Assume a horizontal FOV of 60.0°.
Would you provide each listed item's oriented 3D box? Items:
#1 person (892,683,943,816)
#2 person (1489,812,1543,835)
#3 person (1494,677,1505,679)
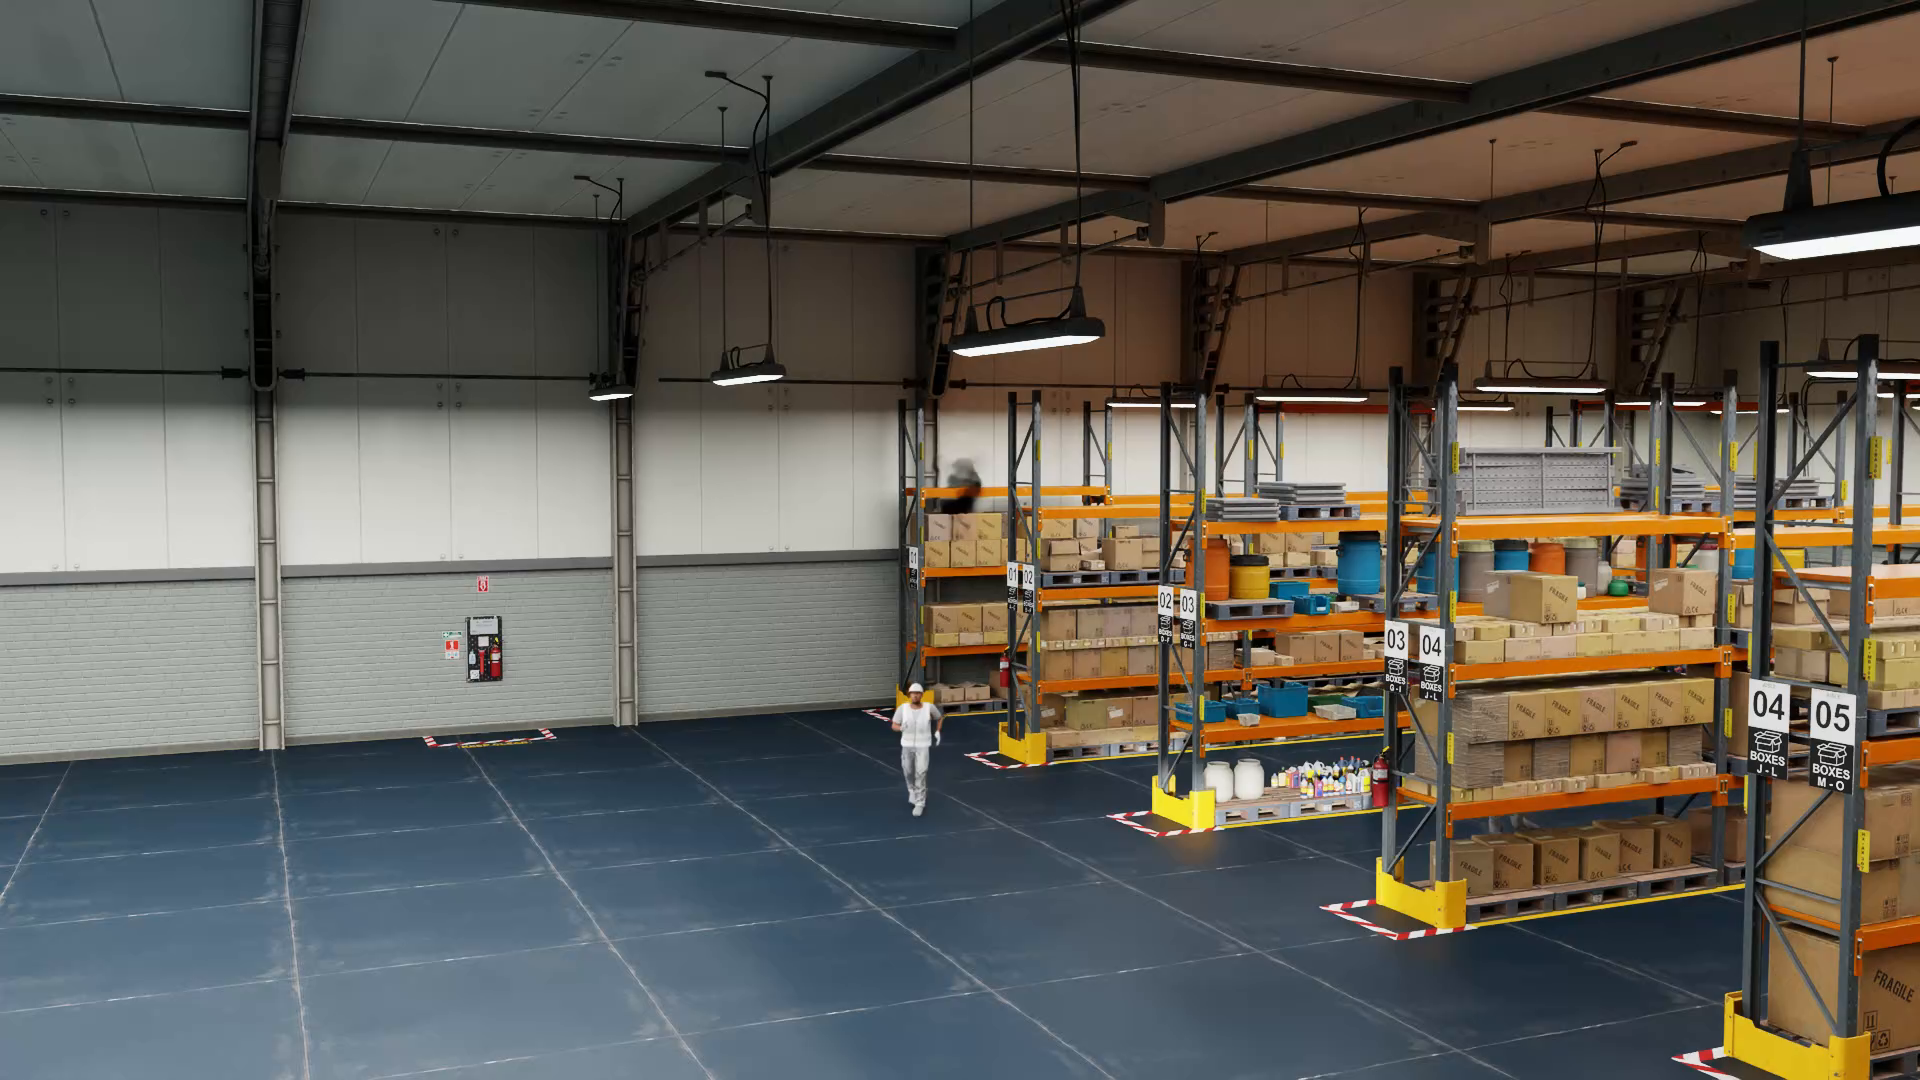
[{"bbox_3d":[-0.612,2.882,23.210,0.688,1.768,0.996,0,3,8],"label":"person"},{"bbox_3d":[6.833,3.074,20.588,0.915,1.750,0.667,-1,4,-24],"label":"person"},{"bbox_3d":[9.026,2.611,28.020,1.153,1.736,0.727,-2,4,-28],"label":"person"}]
